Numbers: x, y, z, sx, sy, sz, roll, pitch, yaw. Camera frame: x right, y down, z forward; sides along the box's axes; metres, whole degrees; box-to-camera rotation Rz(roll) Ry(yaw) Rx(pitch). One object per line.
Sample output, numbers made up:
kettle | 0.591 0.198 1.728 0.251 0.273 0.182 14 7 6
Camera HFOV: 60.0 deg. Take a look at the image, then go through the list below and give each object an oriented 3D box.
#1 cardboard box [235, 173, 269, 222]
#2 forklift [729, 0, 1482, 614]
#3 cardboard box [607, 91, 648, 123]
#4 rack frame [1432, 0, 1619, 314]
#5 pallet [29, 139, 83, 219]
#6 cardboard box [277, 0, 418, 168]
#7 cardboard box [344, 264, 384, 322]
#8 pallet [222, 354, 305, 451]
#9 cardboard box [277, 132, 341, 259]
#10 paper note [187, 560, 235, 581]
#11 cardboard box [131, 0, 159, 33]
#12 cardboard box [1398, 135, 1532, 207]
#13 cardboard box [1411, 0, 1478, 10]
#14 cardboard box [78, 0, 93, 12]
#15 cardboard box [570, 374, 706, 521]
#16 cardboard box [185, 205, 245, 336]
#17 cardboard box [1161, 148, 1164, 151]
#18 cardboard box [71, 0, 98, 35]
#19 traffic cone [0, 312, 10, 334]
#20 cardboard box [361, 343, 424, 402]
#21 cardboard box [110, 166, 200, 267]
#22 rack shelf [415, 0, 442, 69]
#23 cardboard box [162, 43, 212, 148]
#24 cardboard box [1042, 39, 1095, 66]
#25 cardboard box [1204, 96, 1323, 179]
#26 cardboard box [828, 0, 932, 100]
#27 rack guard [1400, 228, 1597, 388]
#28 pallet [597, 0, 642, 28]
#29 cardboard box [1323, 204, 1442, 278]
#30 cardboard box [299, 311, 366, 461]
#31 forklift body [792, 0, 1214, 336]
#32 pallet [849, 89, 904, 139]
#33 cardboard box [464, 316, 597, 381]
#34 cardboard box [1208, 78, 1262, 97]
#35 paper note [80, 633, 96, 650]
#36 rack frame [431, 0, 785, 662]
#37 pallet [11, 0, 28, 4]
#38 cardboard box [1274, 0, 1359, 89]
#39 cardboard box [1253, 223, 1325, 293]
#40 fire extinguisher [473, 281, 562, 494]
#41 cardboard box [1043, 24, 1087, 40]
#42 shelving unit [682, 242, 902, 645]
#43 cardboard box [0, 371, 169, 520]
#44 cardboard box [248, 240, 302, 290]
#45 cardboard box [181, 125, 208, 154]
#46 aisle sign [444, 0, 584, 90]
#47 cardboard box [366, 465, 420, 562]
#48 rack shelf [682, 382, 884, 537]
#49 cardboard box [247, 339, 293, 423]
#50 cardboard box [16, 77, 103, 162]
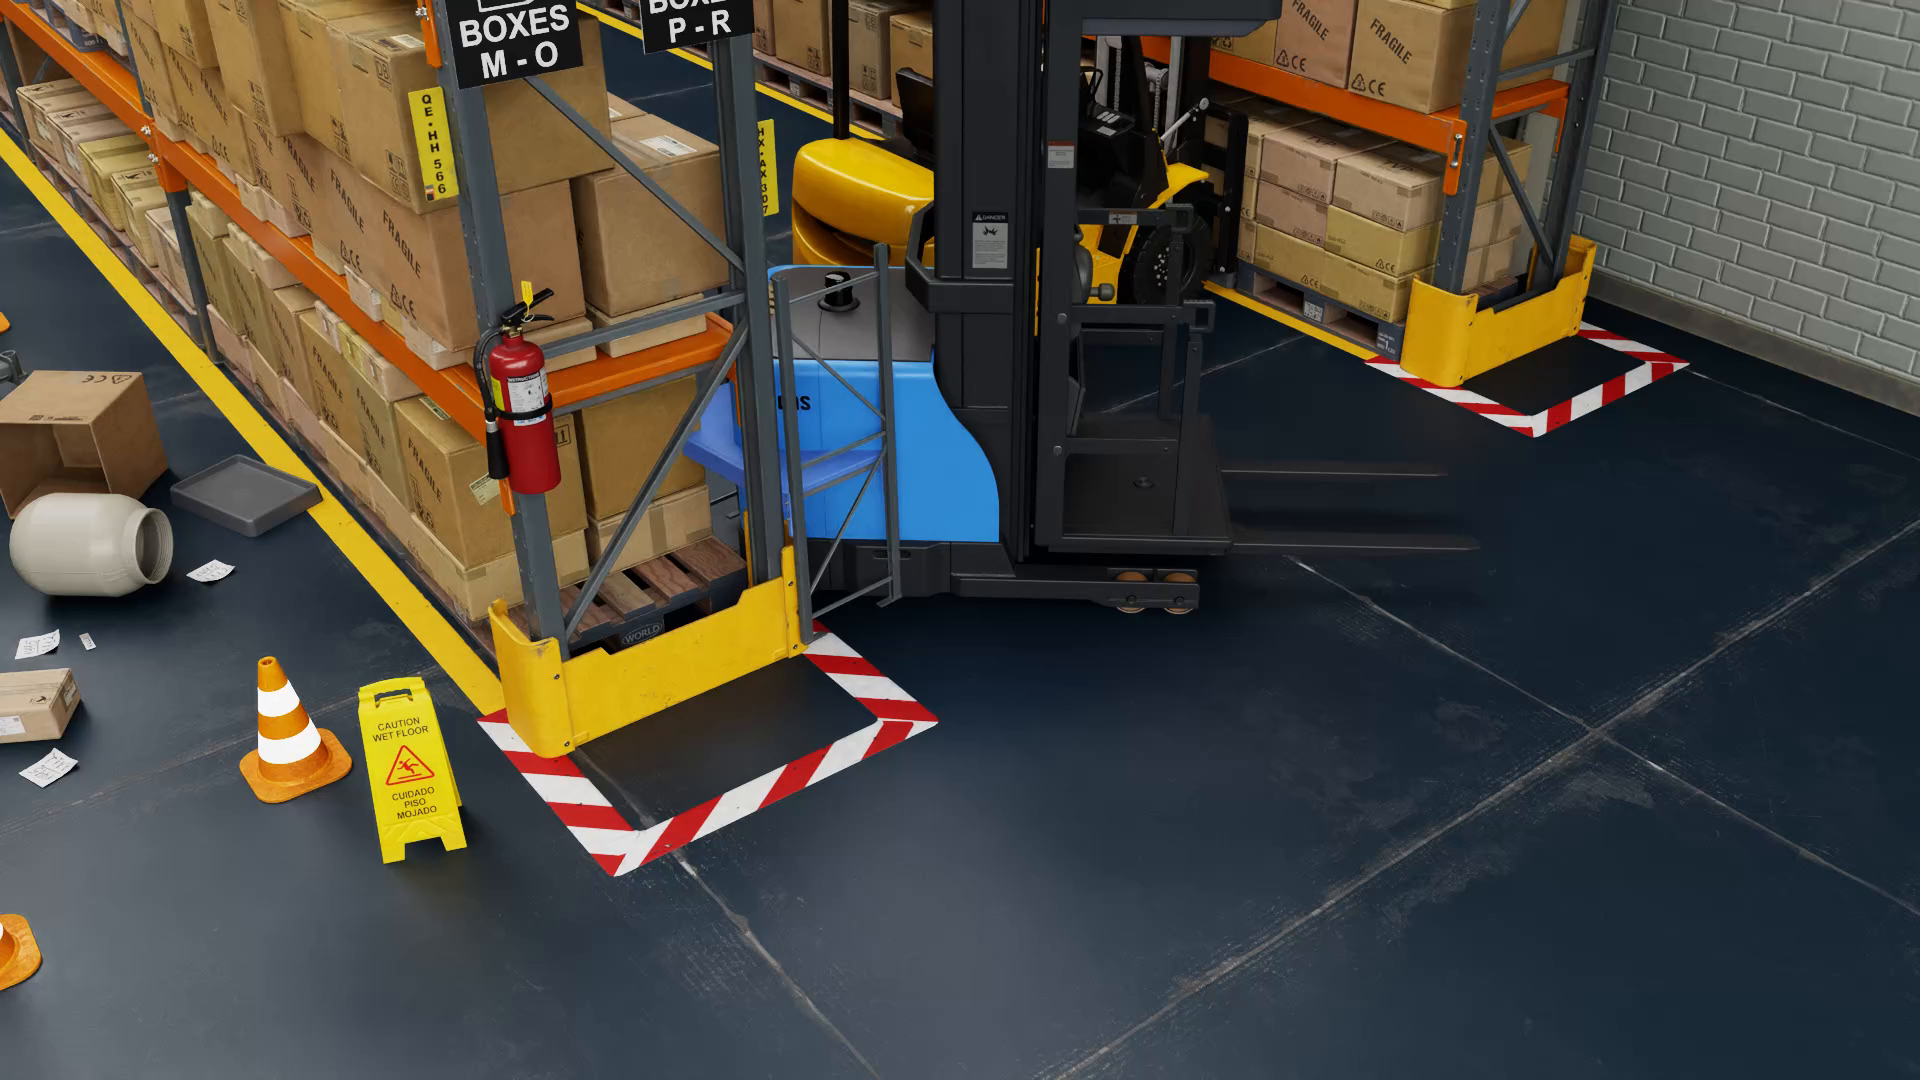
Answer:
cardboard box | -2.827 -1.492 7.048 0.380 0.149 0.250 -22 38 -31
forklift | 0.628 -1.232 6.455 3.031 2.935 1.130 1 32 2
cardboard box | -1.482 -1.374 6.243 0.500 0.500 0.500 -21 38 -30
rack frame | 2.828 -2.311 8.128 1.000 3.000 0.127 -22 38 -31
pallet | -5.518 -2.527 11.118 1.003 0.211 1.213 -22 38 -31
cardboard box | -1.881 -1.653 5.743 0.700 0.500 0.500 -22 38 -31
cardboard box | -2.054 -0.964 6.198 0.380 0.149 0.250 -22 38 -31
pallet | -3.104 -0.917 8.527 1.003 0.211 1.213 -22 38 -31
cardboard box | -2.249 -1.429 6.331 0.500 0.500 0.500 -22 38 -32
paper note | -3.159 0.129 7.014 0.148 0.019 0.142 18 36 27
cardboard box | -3.149 -2.491 7.093 0.700 0.500 0.500 -22 38 -31
cardboard box | 2.683 -2.007 8.900 0.500 0.250 0.500 -23 39 -32
cardboard box | 2.394 -2.683 8.017 0.380 0.149 0.250 -22 38 -31
cardboard box | -4.313 -3.042 8.530 0.500 0.500 0.500 -22 38 -31
cardboard box | -1.382 -0.468 6.657 0.500 0.500 0.500 -24 39 -33
cardboard box | -3.395 -1.366 8.104 0.500 0.500 0.500 -20 37 -29
cardboard box | 1.346 -2.266 9.789 0.500 0.250 0.500 -22 38 -32
cardboard box | -4.411 -2.779 8.721 0.380 0.149 0.250 -23 39 -32
traffic cone | -5.410 -1.357 8.996 0.336 0.463 0.334 -22 38 -31
cardboard box | -2.066 -0.689 6.398 0.380 0.149 0.250 -21 38 -30
cardboard box | -4.311 -1.949 9.637 0.950 0.372 0.625 -20 37 -29
rack shelf | -2.317 -2.506 6.280 1.077 0.370 4.000 -22 38 -31
cardboard box | -3.168 -2.064 7.354 0.500 0.500 0.500 -22 38 -32
cardboard box | 0.729 -2.893 10.326 0.500 0.250 0.500 -22 38 -31
cardboard box | 1.664 -2.255 9.298 0.500 0.250 0.500 -22 38 -31
cardboard box | -0.424 -3.687 12.196 0.875 0.625 0.625 -23 38 -32
rack guard | 2.843 -1.239 8.771 1.175 0.500 0.348 -22 38 -31
pallet | -2.506 -4.784 14.752 1.003 0.211 1.213 -22 38 -31
cardboard box | 2.283 -1.635 8.774 0.500 0.250 0.500 -23 38 -32
cardboard box | -2.415 -0.711 7.049 0.500 0.500 0.500 -23 39 -32
forklift body | 0.224 -2.150 8.674 2.313 2.155 1.214 -22 38 -31
pallet | -0.108 -3.088 12.021 1.003 0.211 1.213 -22 38 -31
cardboard box | -1.489 -0.683 5.745 0.380 0.149 0.250 -21 37 -30
cardboard box | 1.767 -2.642 9.922 0.500 0.250 0.500 -23 39 -32
paper note | -3.460 0.402 6.594 0.032 0.001 0.123 -22 38 -31
rack frame | -1.091 -0.703 5.539 1.000 3.000 0.127 -22 38 -31
pallet | -5.475 -3.693 10.536 1.213 0.211 1.003 -22 38 -31
cardboard box | 2.008 -2.693 8.648 0.500 0.500 0.500 -21 38 -30
cardboard box | 1.993 -1.625 9.232 0.500 0.250 0.500 -22 38 -31
fire extinguisher | -1.384 -0.474 5.243 0.296 0.674 0.183 -22 38 -31
cardboard box | 0.830 -3.270 10.933 0.500 0.250 0.500 -21 38 -30
shelving unit | -0.788 -0.514 6.549 0.538 1.500 1.048 -26 38 -36
cardboard box | -3.961 -0.423 7.455 0.500 0.500 0.500 1 32 2
cardboard box | -2.882 -1.245 7.294 0.380 0.149 0.250 -20 37 -29
cardboard box | -3.408 -1.940 7.769 0.380 0.149 0.250 -21 38 -30
aisle sign | -1.282 -1.688 4.661 0.394 0.787 0.004 -22 38 -31
cardboard box | -2.110 -0.182 6.908 0.500 0.250 0.500 -22 38 -31
rack shelf | -0.785 -0.359 6.640 0.538 0.185 1.000 -26 38 -36
cardboard box | -3.059 -0.829 7.949 0.500 0.250 0.500 -20 37 -29
cardboard box | -5.658 -2.861 11.106 0.950 0.372 0.625 -25 40 -34
